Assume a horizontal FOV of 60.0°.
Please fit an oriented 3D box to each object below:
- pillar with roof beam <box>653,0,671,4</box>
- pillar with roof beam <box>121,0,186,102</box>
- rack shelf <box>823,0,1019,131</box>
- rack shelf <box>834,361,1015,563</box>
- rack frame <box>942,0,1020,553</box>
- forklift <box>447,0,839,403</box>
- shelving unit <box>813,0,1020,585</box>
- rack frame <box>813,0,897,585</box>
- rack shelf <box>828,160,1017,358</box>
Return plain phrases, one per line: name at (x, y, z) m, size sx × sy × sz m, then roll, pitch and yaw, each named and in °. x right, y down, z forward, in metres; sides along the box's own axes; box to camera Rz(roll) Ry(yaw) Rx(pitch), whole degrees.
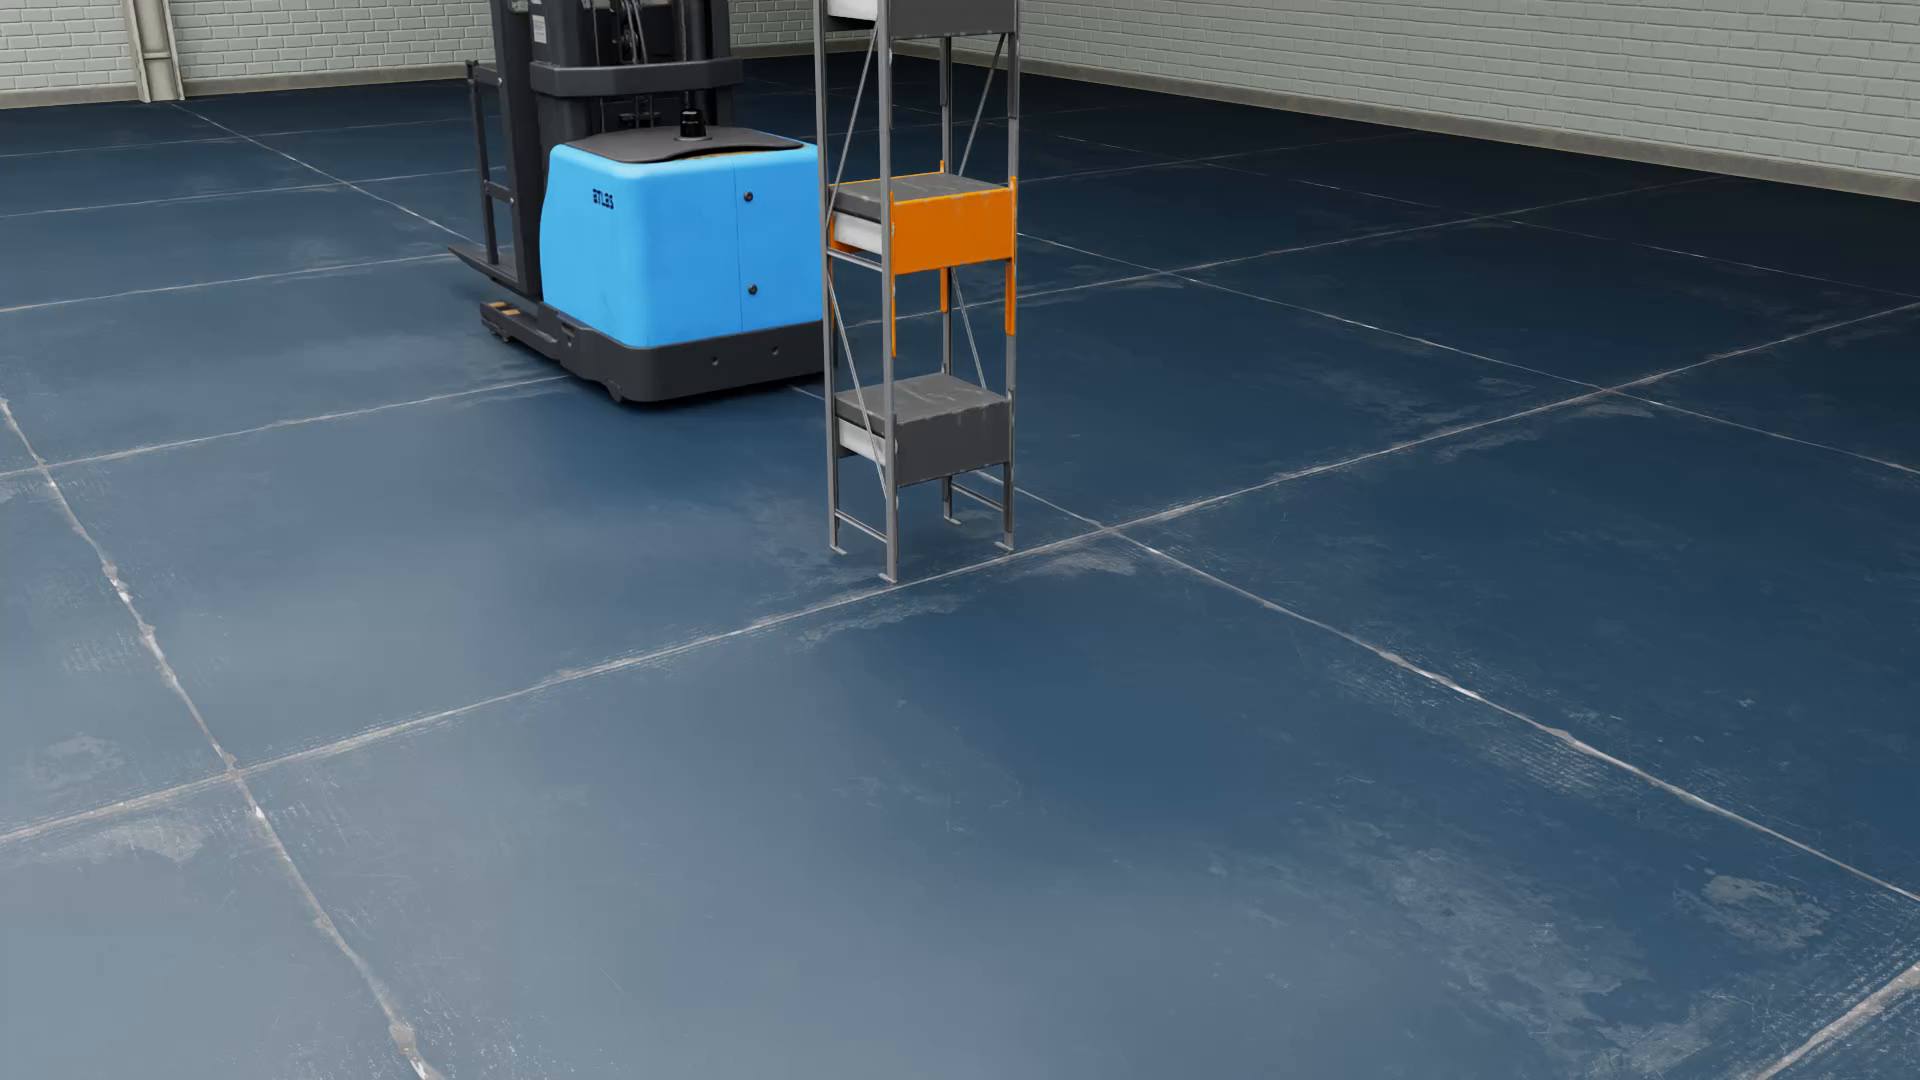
pillar with roof beam at (-1.031, -8.829, 15.881) m, size 0.400 × 9.000 × 9.100 m, roll -15°, pitch 26°, yaw -33°
pillar with roof beam at (-5.902, -7.531, 12.626) m, size 0.400 × 9.000 × 9.100 m, roll -15°, pitch 26°, yaw -33°
rack shelf at (-0.134, -1.577, 5.163) m, size 0.480 × 0.518 × 0.431 m, roll -15°, pitch 26°, yaw -33°
rack shelf at (-0.134, -0.277, 5.682) m, size 0.480 × 0.518 × 0.431 m, roll -15°, pitch 26°, yaw -33°
rack frame at (0.064, -0.992, 5.550) m, size 0.015 × 2.100 × 0.400 m, roll -15°, pitch 26°, yaw -33°
forklift at (-1.808, -2.449, 8.078) m, size 1.130 × 2.935 × 3.031 m, roll -14°, pitch 26°, yaw -32°
shelving unit at (-0.134, -0.939, 5.417) m, size 0.503 × 2.100 × 0.431 m, roll -15°, pitch 26°, yaw -33°
rack frame at (-0.332, -0.887, 5.285) m, size 0.015 × 2.100 × 0.400 m, roll -15°, pitch 26°, yaw -33°
rack shelf at (-0.134, -0.927, 5.422) m, size 0.480 × 0.518 × 0.431 m, roll -15°, pitch 26°, yaw -33°
